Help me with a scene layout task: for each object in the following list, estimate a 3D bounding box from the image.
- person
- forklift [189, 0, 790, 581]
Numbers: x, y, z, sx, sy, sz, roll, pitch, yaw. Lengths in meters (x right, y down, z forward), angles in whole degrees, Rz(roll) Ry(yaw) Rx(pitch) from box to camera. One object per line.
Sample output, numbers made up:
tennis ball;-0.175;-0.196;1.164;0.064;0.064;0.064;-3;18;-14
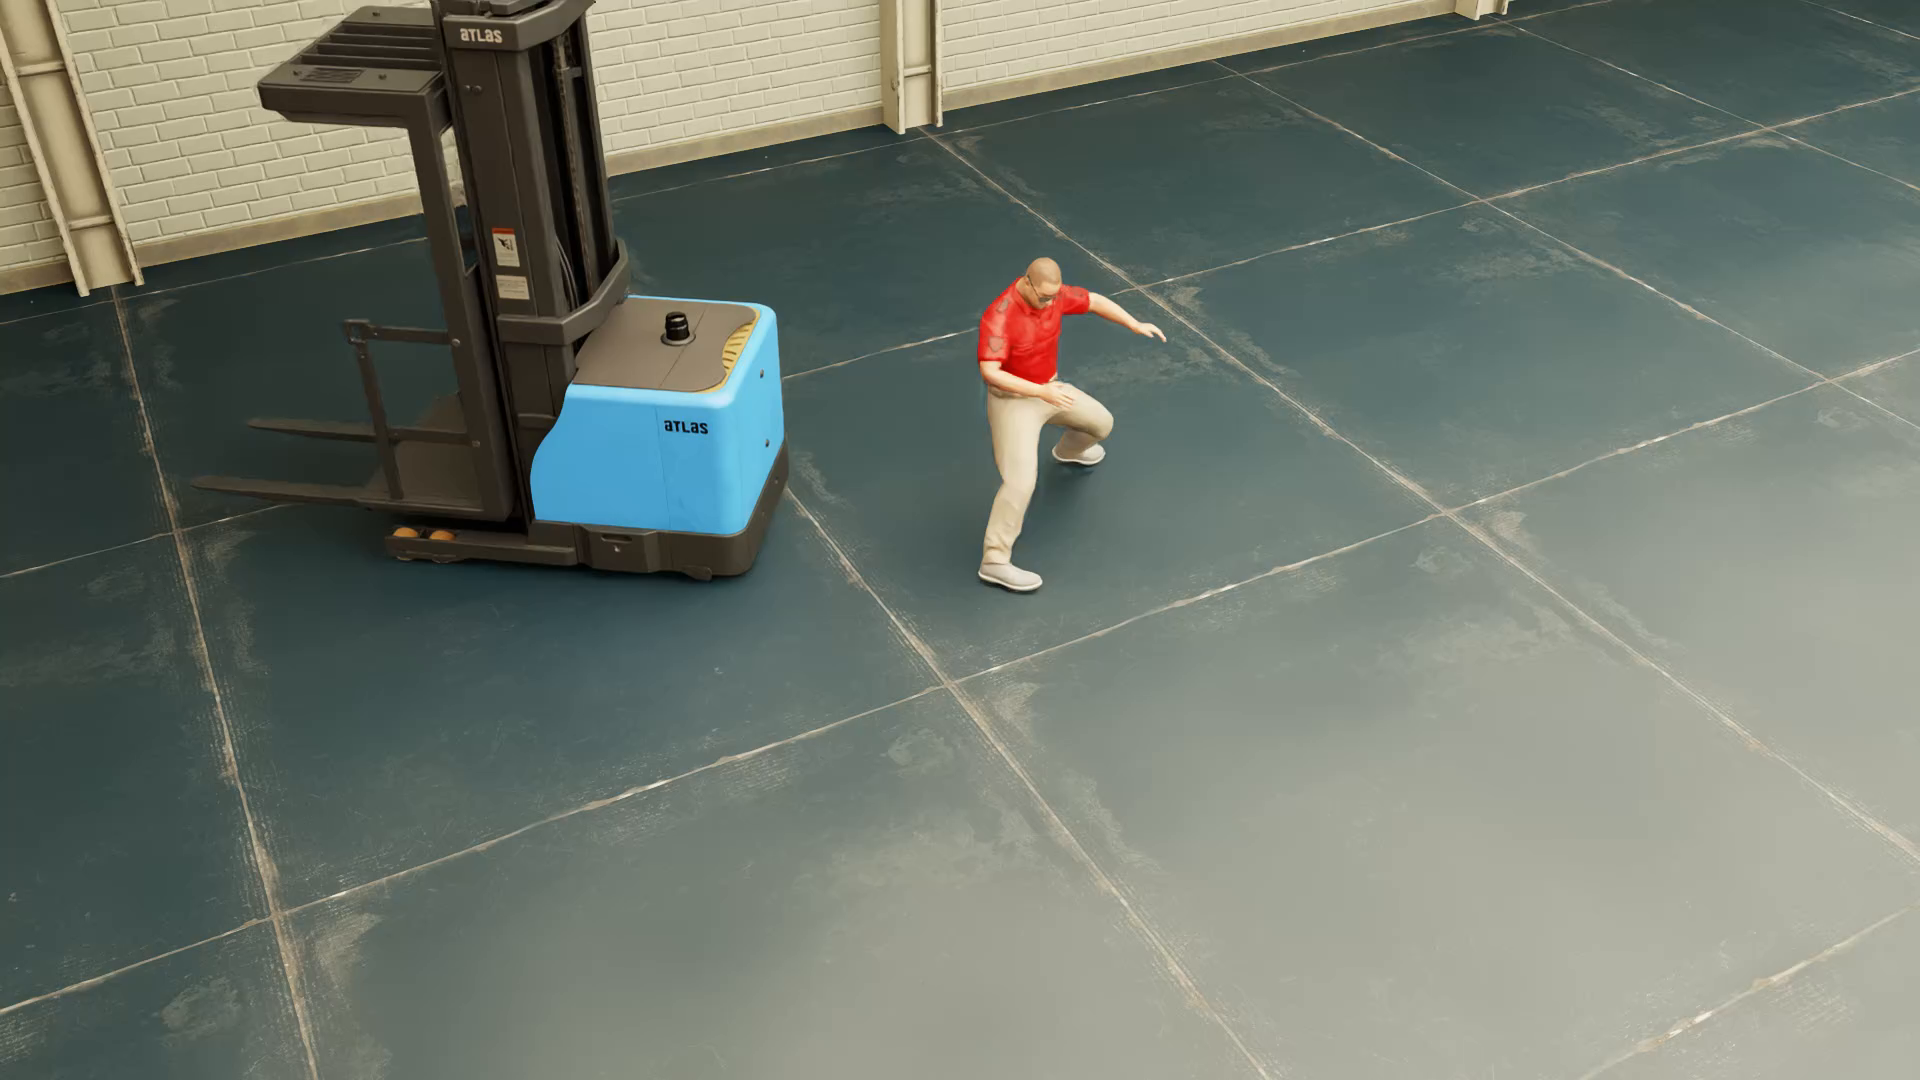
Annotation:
person;0.498;-0.716;8.361;0.700;1.512;1.309;29;45;35
forklift;-2.486;-1.373;8.066;3.031;2.935;1.130;5;36;7
